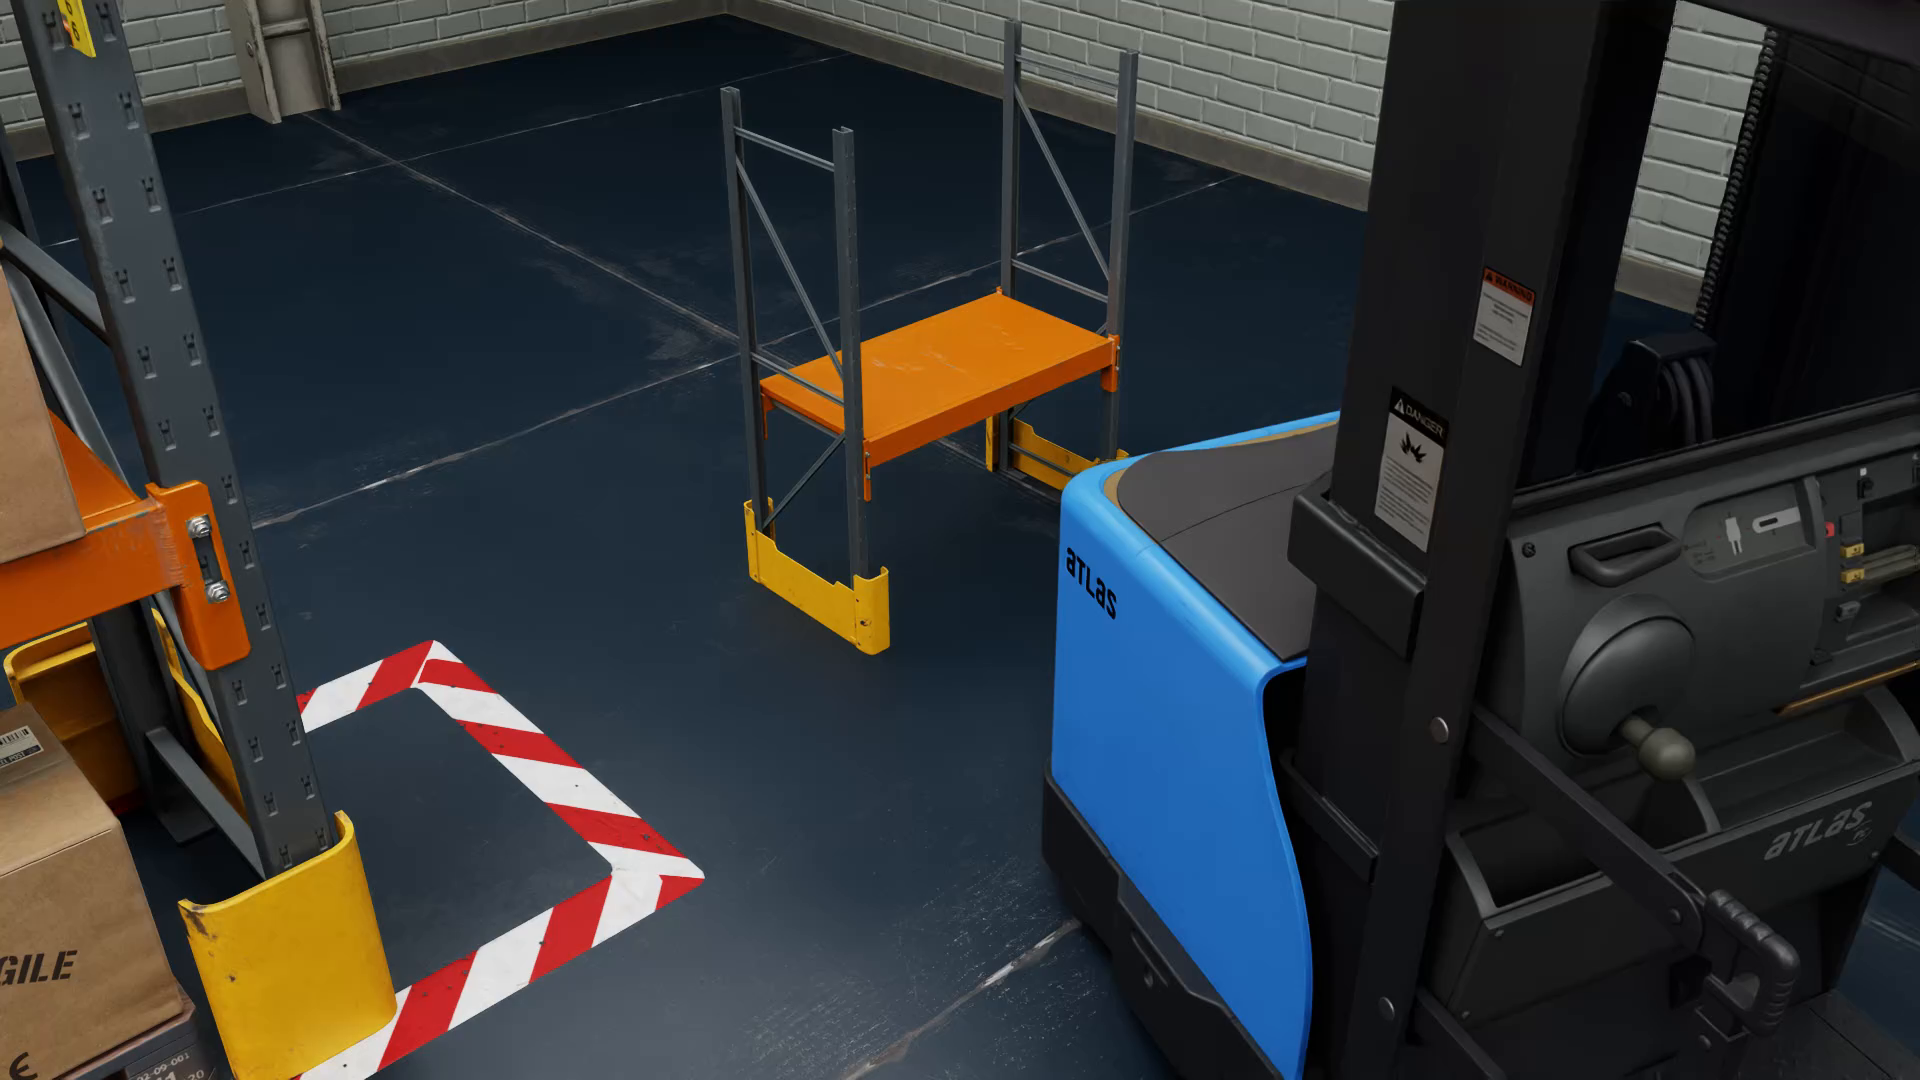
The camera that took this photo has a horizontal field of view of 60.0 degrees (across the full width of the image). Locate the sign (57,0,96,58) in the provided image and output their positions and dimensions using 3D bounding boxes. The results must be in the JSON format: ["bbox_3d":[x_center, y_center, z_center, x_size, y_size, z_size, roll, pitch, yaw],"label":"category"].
[{"bbox_3d":[-1.293,-0.859,2.366,0.005,0.325,0.100,-26,40,-35],"label":"sign"}]

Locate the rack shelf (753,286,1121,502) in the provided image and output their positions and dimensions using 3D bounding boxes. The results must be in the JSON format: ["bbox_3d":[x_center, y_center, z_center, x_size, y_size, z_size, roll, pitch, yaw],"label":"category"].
[{"bbox_3d":[-0.063,-0.456,4.903,1.000,0.185,0.538,-26,40,-35],"label":"rack shelf"}]

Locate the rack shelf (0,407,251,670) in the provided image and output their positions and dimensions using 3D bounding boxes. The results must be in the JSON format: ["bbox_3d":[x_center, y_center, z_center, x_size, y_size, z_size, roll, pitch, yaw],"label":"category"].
[{"bbox_3d":[-3.122,0.567,2.137,4.000,0.370,1.077,-26,40,-35],"label":"rack shelf"}]

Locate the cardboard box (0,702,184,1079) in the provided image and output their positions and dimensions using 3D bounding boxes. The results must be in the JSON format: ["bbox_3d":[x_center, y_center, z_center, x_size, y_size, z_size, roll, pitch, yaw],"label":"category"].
[{"bbox_3d":[-1.887,0.717,3.177,0.500,0.500,0.500,-26,40,-35],"label":"cardboard box"}]

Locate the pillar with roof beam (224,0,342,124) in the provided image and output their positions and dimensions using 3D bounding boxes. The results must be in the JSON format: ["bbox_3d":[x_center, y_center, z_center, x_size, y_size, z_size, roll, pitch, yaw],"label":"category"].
[{"bbox_3d":[-0.707,-4.544,4.055,0.400,9.000,9.100,-26,40,-35],"label":"pillar with roof beam"}]

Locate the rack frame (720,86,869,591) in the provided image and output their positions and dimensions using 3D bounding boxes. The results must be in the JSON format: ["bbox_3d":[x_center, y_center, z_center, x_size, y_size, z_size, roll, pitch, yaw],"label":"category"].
[{"bbox_3d":[-0.435,-0.429,4.514,0.032,1.500,0.500,-26,40,-35],"label":"rack frame"}]

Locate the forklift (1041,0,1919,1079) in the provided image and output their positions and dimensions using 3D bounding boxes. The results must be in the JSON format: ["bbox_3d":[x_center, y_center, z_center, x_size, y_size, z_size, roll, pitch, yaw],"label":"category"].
[{"bbox_3d":[1.258,0.121,2.243,1.130,2.935,3.031,-13,34,-21],"label":"forklift"}]

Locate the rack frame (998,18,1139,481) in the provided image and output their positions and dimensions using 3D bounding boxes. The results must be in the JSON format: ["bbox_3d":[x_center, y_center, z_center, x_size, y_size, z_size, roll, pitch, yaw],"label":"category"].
[{"bbox_3d":[0.310,-0.790,5.104,0.032,1.500,0.500,-26,40,-35],"label":"rack frame"}]

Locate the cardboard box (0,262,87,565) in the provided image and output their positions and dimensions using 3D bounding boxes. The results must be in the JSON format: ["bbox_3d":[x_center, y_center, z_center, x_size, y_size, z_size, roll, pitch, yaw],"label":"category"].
[{"bbox_3d":[-1.799,-0.229,2.653,0.500,0.500,0.500,-24,39,-34],"label":"cardboard box"}]

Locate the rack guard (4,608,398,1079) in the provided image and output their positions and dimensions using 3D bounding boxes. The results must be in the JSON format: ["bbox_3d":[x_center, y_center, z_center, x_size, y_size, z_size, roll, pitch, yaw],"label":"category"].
[{"bbox_3d":[-1.711,0.644,3.717,0.348,0.500,1.175,-26,40,-35],"label":"rack guard"}]

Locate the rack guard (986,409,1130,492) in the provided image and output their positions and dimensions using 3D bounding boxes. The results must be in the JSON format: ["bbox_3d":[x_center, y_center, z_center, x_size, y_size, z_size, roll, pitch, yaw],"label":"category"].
[{"bbox_3d":[0.309,-0.256,5.429,0.087,0.250,0.587,-26,40,-35],"label":"rack guard"}]

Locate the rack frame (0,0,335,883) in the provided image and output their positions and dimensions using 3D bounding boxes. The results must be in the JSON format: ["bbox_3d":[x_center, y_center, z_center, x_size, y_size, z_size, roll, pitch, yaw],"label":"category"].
[{"bbox_3d":[-1.655,-0.449,3.109,0.127,3.000,1.000,-26,40,-35],"label":"rack frame"}]

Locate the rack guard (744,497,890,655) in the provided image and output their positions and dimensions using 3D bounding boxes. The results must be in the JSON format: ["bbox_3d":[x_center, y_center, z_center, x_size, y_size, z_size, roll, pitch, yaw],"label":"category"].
[{"bbox_3d":[-0.421,0.097,4.852,0.087,0.250,0.587,-26,40,-35],"label":"rack guard"}]

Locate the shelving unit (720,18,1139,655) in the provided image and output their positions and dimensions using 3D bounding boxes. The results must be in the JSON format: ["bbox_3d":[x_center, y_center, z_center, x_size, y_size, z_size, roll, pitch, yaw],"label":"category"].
[{"bbox_3d":[-0.056,-0.613,4.815,1.083,1.500,0.587,-26,40,-35],"label":"shelving unit"}]

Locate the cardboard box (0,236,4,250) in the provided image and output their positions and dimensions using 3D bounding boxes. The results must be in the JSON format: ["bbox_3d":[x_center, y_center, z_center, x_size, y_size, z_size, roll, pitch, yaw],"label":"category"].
[{"bbox_3d":[-1.795,-0.655,2.392,0.500,0.500,0.500,-26,40,-36],"label":"cardboard box"}]

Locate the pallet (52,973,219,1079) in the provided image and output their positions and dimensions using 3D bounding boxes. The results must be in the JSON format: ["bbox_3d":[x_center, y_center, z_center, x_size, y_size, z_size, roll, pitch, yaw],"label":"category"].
[{"bbox_3d":[-2.295,1.051,3.330,1.213,0.211,1.003,-26,40,-35],"label":"pallet"}]
